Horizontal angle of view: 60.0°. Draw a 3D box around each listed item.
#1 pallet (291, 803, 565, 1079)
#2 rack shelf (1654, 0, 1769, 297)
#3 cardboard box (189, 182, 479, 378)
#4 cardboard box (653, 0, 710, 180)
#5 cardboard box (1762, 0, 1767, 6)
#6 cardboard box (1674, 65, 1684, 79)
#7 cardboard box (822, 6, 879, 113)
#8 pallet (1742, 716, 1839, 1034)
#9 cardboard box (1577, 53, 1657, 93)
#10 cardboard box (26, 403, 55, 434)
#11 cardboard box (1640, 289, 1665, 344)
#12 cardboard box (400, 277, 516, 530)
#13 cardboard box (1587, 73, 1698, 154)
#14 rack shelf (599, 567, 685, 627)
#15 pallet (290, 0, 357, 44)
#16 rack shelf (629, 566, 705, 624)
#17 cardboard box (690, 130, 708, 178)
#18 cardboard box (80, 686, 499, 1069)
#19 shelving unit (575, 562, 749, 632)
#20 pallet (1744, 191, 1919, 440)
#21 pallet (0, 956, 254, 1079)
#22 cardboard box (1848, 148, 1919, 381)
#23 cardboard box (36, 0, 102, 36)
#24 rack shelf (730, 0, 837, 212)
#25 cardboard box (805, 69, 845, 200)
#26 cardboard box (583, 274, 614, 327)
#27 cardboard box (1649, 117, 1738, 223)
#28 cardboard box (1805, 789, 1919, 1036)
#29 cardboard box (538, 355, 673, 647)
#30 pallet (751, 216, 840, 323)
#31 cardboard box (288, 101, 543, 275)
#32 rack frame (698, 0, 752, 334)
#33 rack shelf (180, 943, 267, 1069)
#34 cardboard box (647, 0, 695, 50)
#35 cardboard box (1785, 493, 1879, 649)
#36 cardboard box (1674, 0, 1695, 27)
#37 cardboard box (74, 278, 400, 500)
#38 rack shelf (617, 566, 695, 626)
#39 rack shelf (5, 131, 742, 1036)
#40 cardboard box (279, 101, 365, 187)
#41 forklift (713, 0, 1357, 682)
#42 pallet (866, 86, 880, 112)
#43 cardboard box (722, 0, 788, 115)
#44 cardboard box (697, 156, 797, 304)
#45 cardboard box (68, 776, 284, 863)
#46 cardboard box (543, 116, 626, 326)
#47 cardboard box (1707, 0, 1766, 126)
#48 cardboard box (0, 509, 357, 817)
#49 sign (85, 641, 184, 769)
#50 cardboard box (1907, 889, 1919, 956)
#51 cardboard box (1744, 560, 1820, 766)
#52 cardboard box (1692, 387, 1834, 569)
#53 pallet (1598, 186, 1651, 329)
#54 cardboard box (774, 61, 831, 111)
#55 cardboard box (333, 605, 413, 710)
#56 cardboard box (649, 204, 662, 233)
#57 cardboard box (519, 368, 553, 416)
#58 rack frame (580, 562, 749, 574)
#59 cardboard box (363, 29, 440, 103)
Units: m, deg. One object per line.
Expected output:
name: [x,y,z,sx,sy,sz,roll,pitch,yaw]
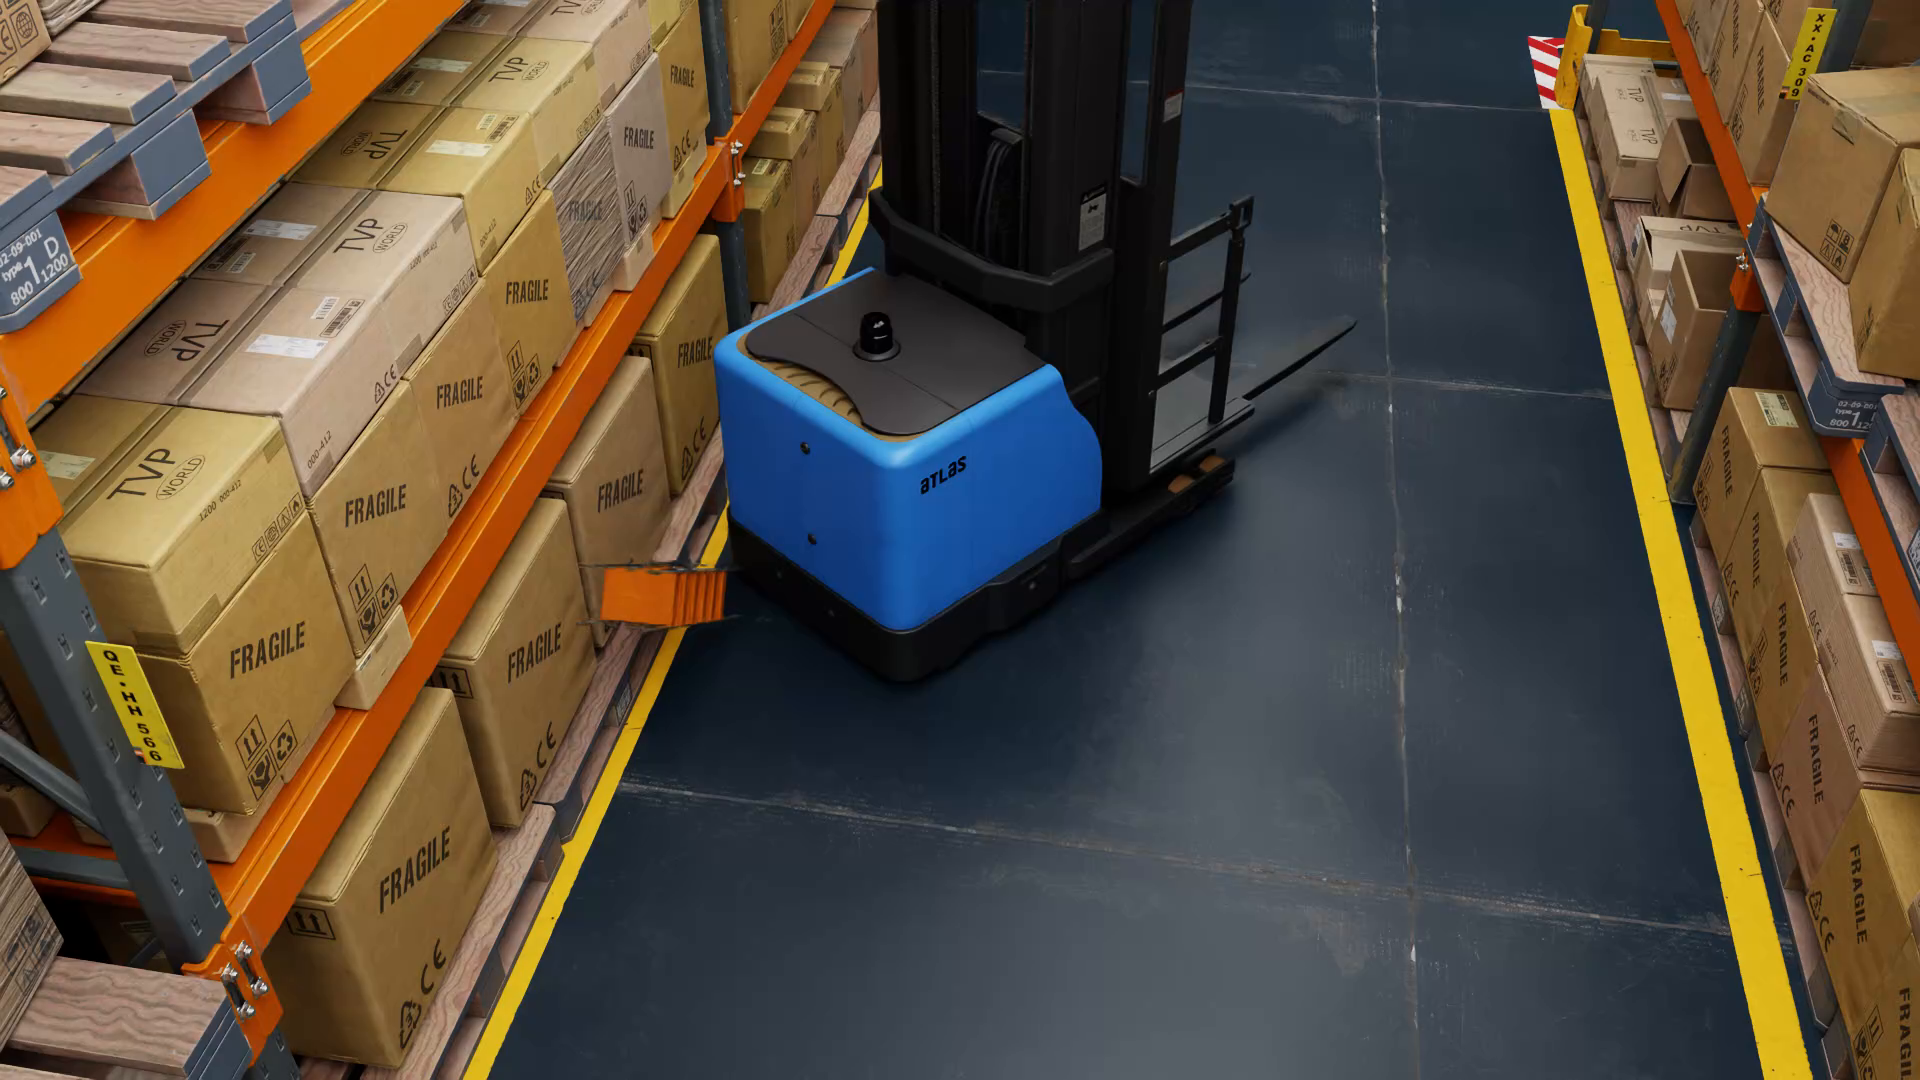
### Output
pallet: [-1.896,1.268,5.051,1.003,0.211,1.213,6,40,8]
rack shelf: [3.811,-2.265,7.700,1.077,0.370,4.000,6,40,8]
cardboard box: [-1.600,-0.678,4.300,0.500,0.250,0.500,7,40,8]
cardboard box: [-1.247,-1.674,6.093,0.500,0.500,0.500,6,40,7]
cardboard box: [3.383,-2.379,6.410,0.500,0.500,0.500,6,40,7]
cardboard box: [4.305,-2.635,9.200,0.500,0.500,0.500,6,40,8]
cardboard box: [-0.832,-2.775,9.385,0.700,0.500,0.500,6,40,8]
pallet: [3.152,1.070,5.290,1.003,0.211,1.213,6,40,8]
cardboard box: [3.746,-2.643,9.485,0.380,0.149,0.250,6,40,8]
cardboard box: [-2.284,-0.084,3.581,0.500,0.250,0.500,7,40,9]
cardboard box: [3.290,-0.989,7.484,0.380,0.149,0.250,6,40,8]
cardboard box: [-1.584,-0.397,4.548,0.500,0.500,0.500,6,40,7]
cardboard box: [3.697,-2.283,8.970,0.500,0.250,0.500,6,40,8]
rack shelf: [-1.049,0.185,5.491,0.258,0.180,0.103,5,0,7]
pallet: [-1.857,-1.516,4.023,1.003,0.211,1.213,8,40,10]
rack shelf: [-1.020,0.186,5.729,0.258,0.180,0.103,5,0,7]
cardboard box: [-1.195,-1.498,6.390,0.380,0.149,0.250,7,40,8]
cardboard box: [-1.851,0.899,4.666,0.750,0.750,0.750,6,40,7]
shelving unit: [-1.011,0.187,5.804,0.258,0.189,1.200,5,0,7]
pallet: [3.219,-0.723,5.422,1.003,0.211,1.213,6,40,8]
pallet: [-2.125,1.212,3.080,1.213,0.211,1.003,6,40,8]
cardboard box: [3.106,-0.776,4.927,0.700,0.500,0.500,12,41,15]
cardboard box: [-2.040,-1.334,3.231,0.700,0.500,0.500,4,40,5]
rack shelf: [-1.069,-2.809,8.358,1.077,0.370,4.000,6,40,8]
cardboard box: [-1.003,-2.124,8.597,0.700,0.500,0.500,7,40,9]
cardboard box: [-1.400,-0.861,5.619,0.380,0.149,0.250,6,40,8]
cardboard box: [3.785,-1.674,8.035,0.797,0.503,0.637,6,40,8]
cardboard box: [2.793,1.080,4.707,0.500,0.500,0.500,5,40,6]
cardboard box: [-1.550,-0.184,5.976,0.750,0.750,0.750,8,40,9]
pallet: [-1.206,-1.225,8.066,1.003,0.211,1.213,6,40,8]
cardboard box: [-1.518,-1.000,4.689,0.500,0.250,0.500,6,40,7]
rack frame: [-1.415,-1.831,6.610,1.000,3.000,0.127,6,40,8]
rack shelf: [-2.453,2.212,2.285,1.077,0.370,4.000,6,40,8]
cardboard box: [-1.244,-1.959,5.850,0.500,0.250,0.500,7,40,9]
cardboard box: [2.968,0.122,5.276,0.500,0.250,0.500,6,40,8]
cardboard box: [3.559,-2.634,7.503,0.500,0.500,0.500,7,40,8]
cardboard box: [-1.682,-0.364,3.920,0.500,0.250,0.500,6,40,7]
rack shelf: [-1.034,0.185,5.610,0.258,0.180,0.103,5,0,7]
rack shelf: [-1.761,-0.298,5.321,1.077,0.370,4.000,6,40,8]
cardboard box: [-2.011,-1.049,4.749,0.500,0.250,0.500,6,40,7]
forklift: [0.506,-1.445,6.198,3.031,2.935,1.130,-32,49,-33]
pallet: [-0.784,-2.756,9.918,1.003,0.211,1.213,6,40,8]
cardboard box: [-1.305,-2.285,6.924,0.980,0.700,0.700,7,40,8]
cardboard box: [-1.185,-1.487,7.827,0.700,0.500,0.500,7,40,8]
cardboard box: [-1.822,0.588,3.867,0.380,0.149,0.250,6,40,7]
cardboard box: [-1.420,-1.039,5.325,0.500,0.500,0.500,6,40,8]
cardboard box: [3.386,-1.991,6.726,0.500,0.500,0.500,7,40,9]
cardboard box: [-1.771,0.242,3.776,0.500,0.500,0.500,8,40,9]
sign: [-1.571,0.318,3.165,0.100,0.325,0.005,6,40,8]
cardboard box: [2.709,1.080,4.118,0.500,0.250,0.500,8,40,9]
cardboard box: [2.966,0.432,5.489,0.500,0.500,0.500,7,40,8]
cardboard box: [3.141,-0.216,6.274,0.500,0.500,0.500,5,40,6]
pallet: [3.793,-1.411,8.291,1.003,0.211,1.213,6,40,8]
cardboard box: [-0.855,-2.260,8.252,0.380,0.149,0.250,5,40,6]
cardboard box: [-1.640,0.273,4.247,0.380,0.149,0.250,8,40,9]
cardboard box: [-1.304,-1.180,6.004,0.380,0.149,0.250,8,40,9]
cardboard box: [-1.515,-0.540,5.231,0.380,0.149,0.250,8,40,9]
rack frame: [-1.002,0.096,5.804,0.240,0.006,1.200,5,0,7]
cardboard box: [-1.917,-1.376,5.145,0.500,0.250,0.500,5,40,6]
